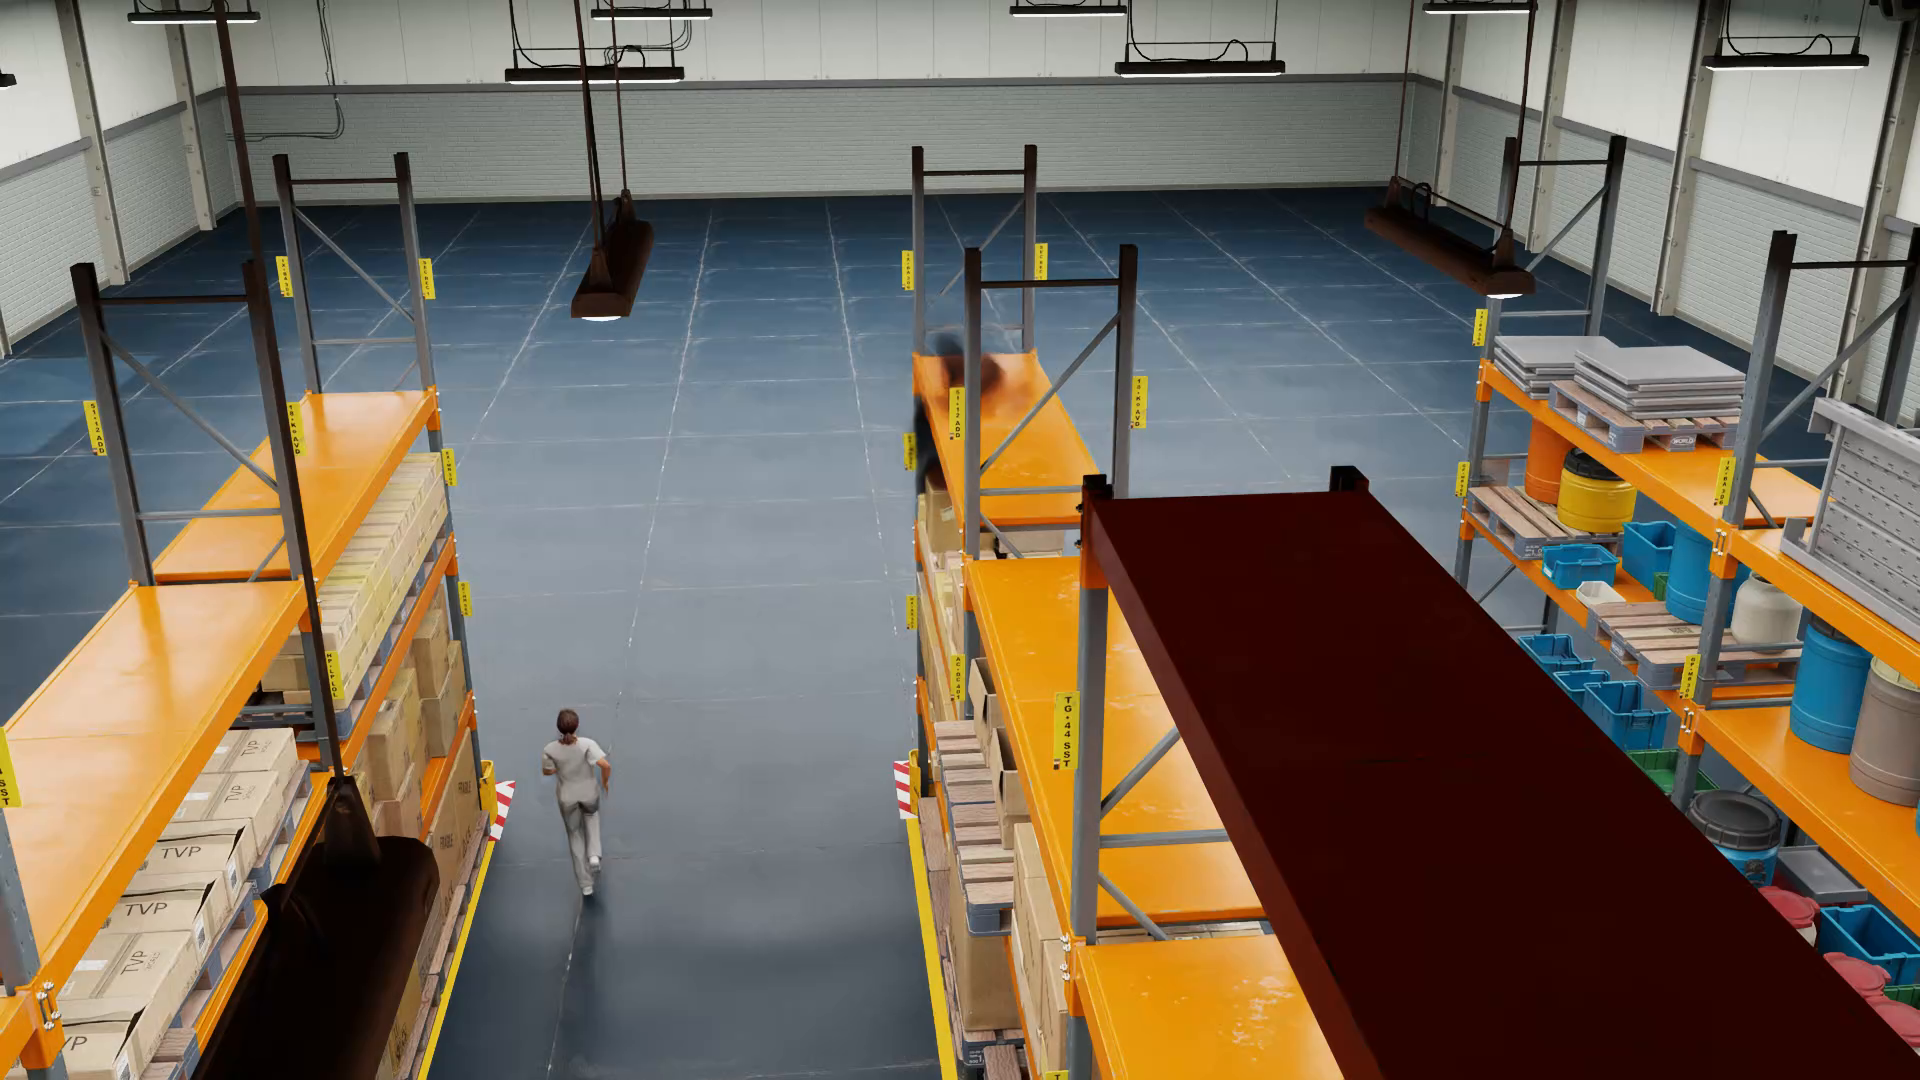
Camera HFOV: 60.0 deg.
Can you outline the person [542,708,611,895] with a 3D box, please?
[{"bbox_3d":[-3.202,2.132,13.974,0.552,1.639,0.613,-6,22,-14],"label":"person"}]
